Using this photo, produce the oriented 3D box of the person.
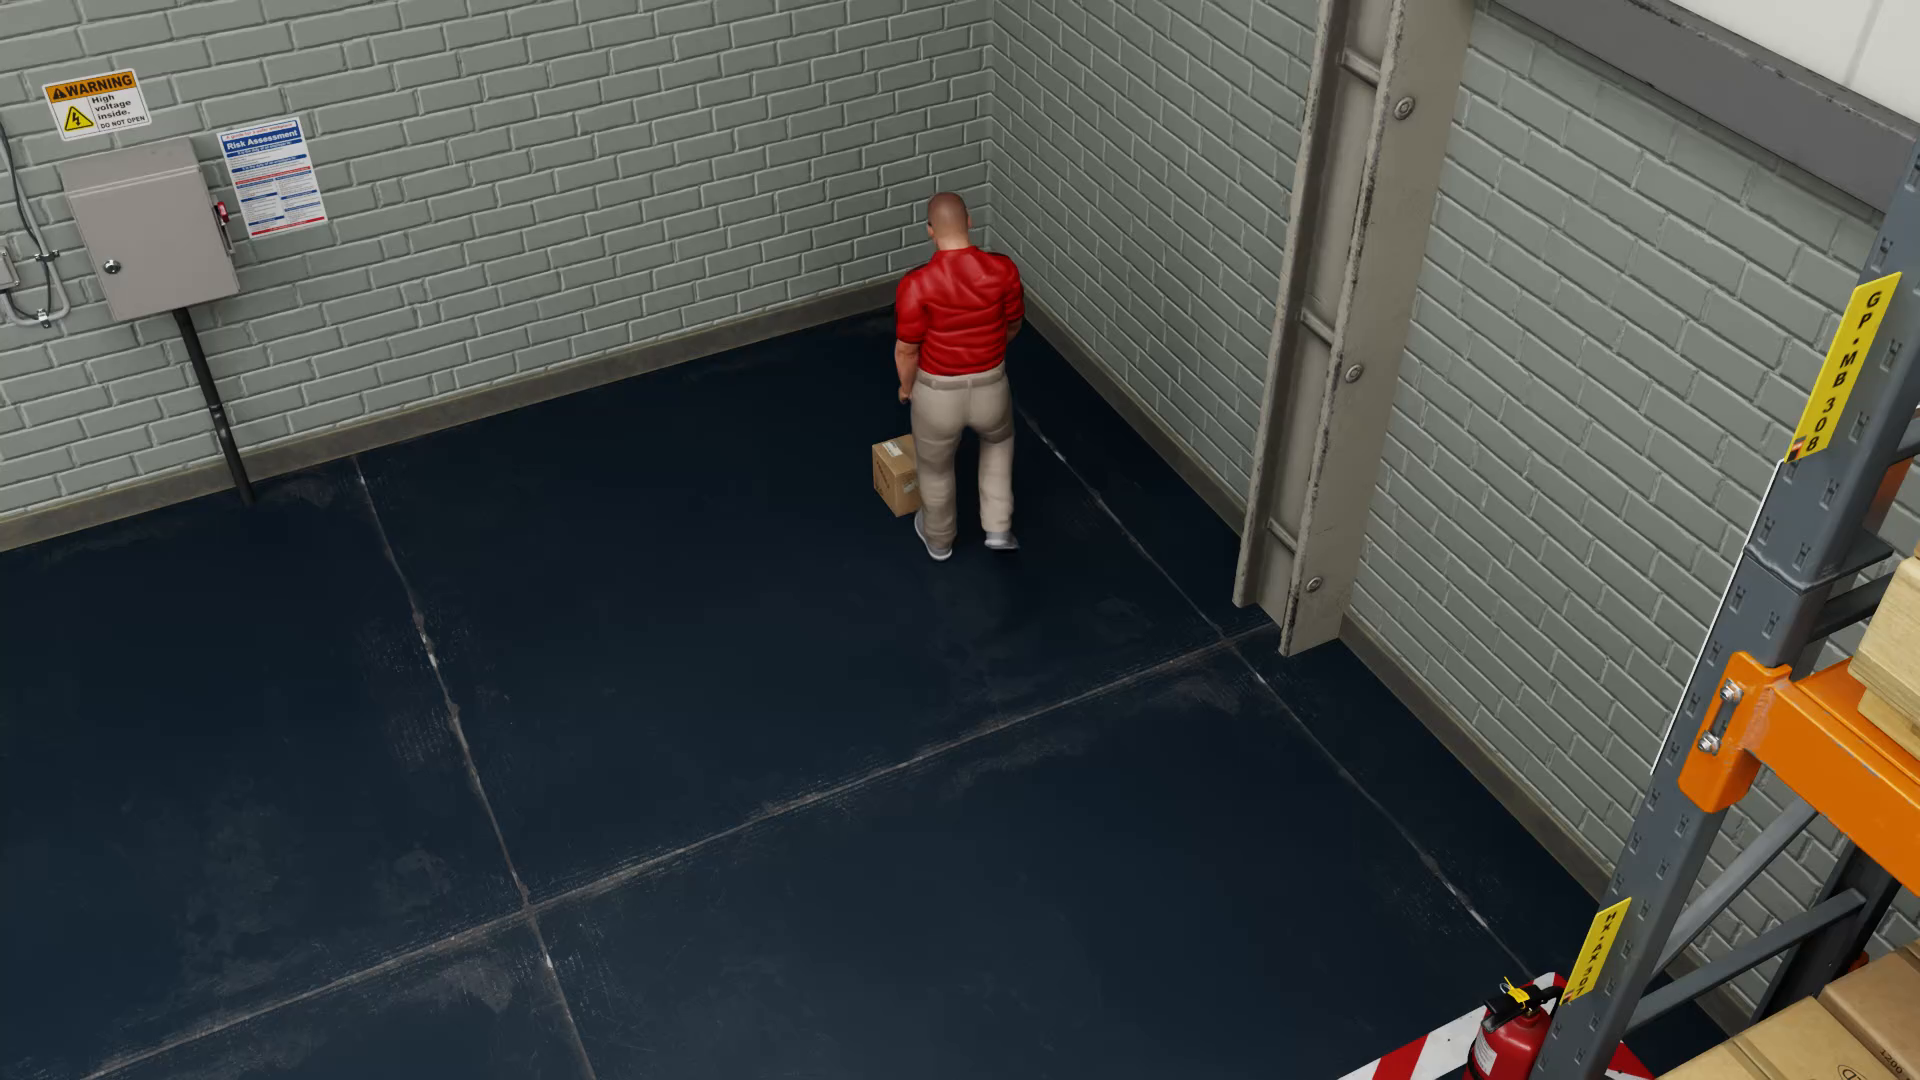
[{"bbox_3d":[-0.013,-0.632,6.900,0.551,1.740,0.565,-11,42,-12],"label":"person"}]
